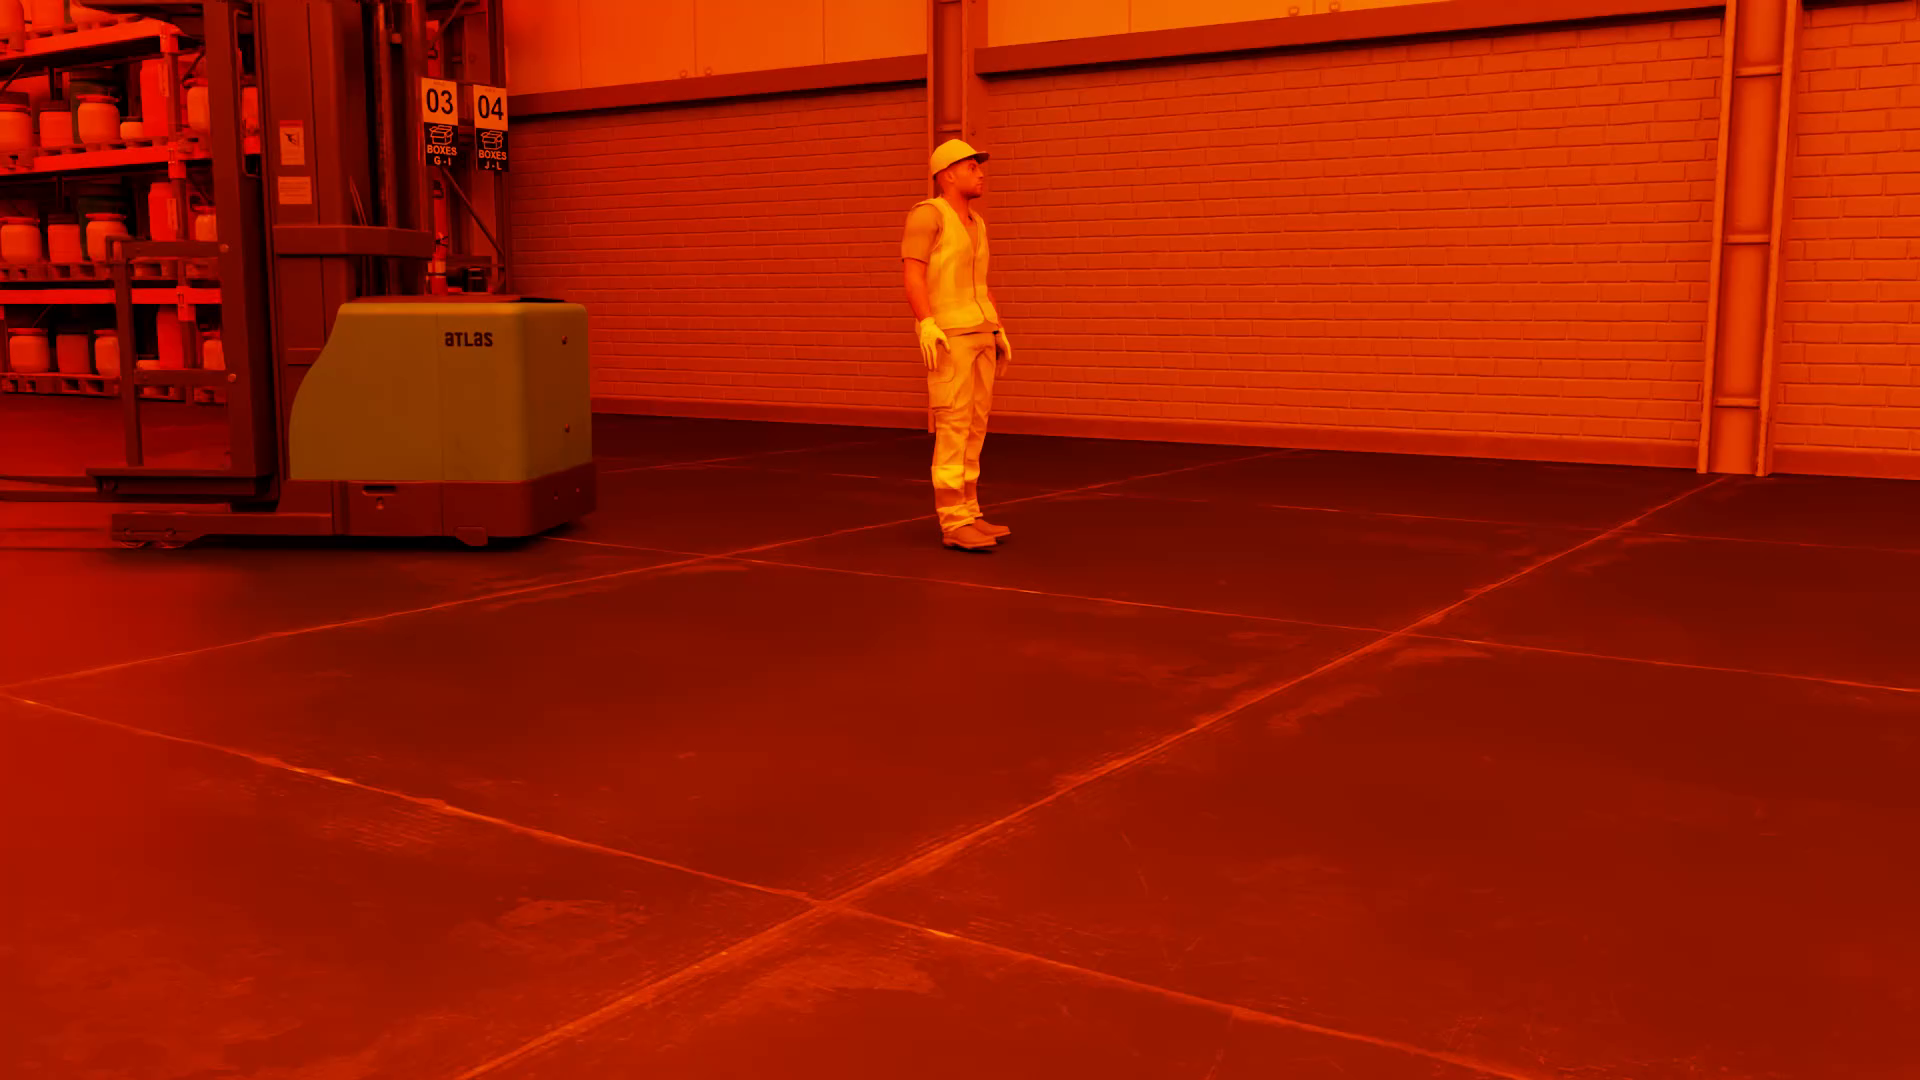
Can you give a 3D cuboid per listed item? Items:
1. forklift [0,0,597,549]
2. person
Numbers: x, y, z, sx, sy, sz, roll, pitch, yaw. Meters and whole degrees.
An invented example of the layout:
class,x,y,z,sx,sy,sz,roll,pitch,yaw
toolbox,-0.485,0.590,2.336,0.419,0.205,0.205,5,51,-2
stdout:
class,x,y,z,sx,sy,sz,roll,pitch,yaw
forklift,-3.320,-1.484,7.628,3.031,2.935,1.130,1,8,5
person,0.059,-0.885,7.422,0.564,1.787,0.637,5,10,34
